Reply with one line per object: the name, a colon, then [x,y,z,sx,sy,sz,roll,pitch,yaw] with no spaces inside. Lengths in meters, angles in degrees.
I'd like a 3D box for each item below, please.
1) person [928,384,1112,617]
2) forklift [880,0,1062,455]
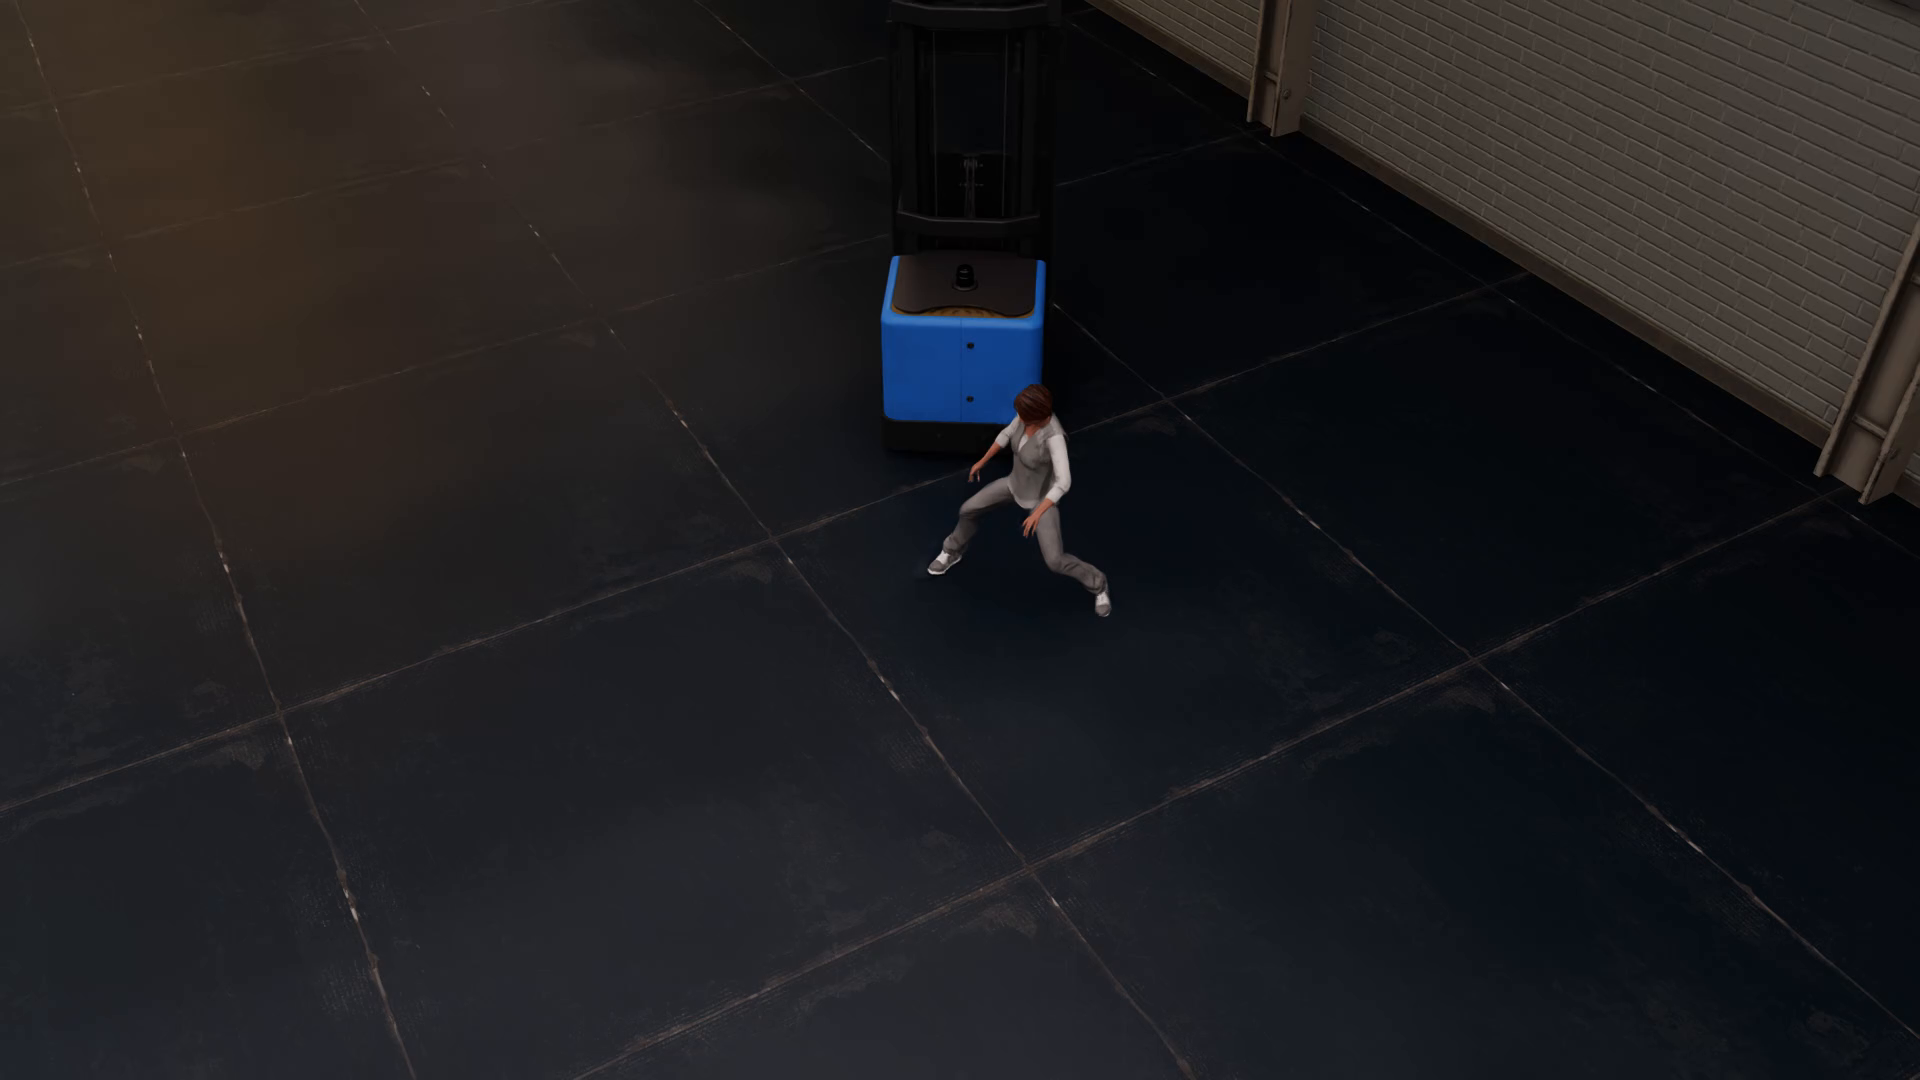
person: [0.365,-0.242,9.544,0.872,1.436,0.927,-20,44,-22]
forklift: [0.100,-2.607,11.179,1.130,2.935,3.031,2,40,3]
